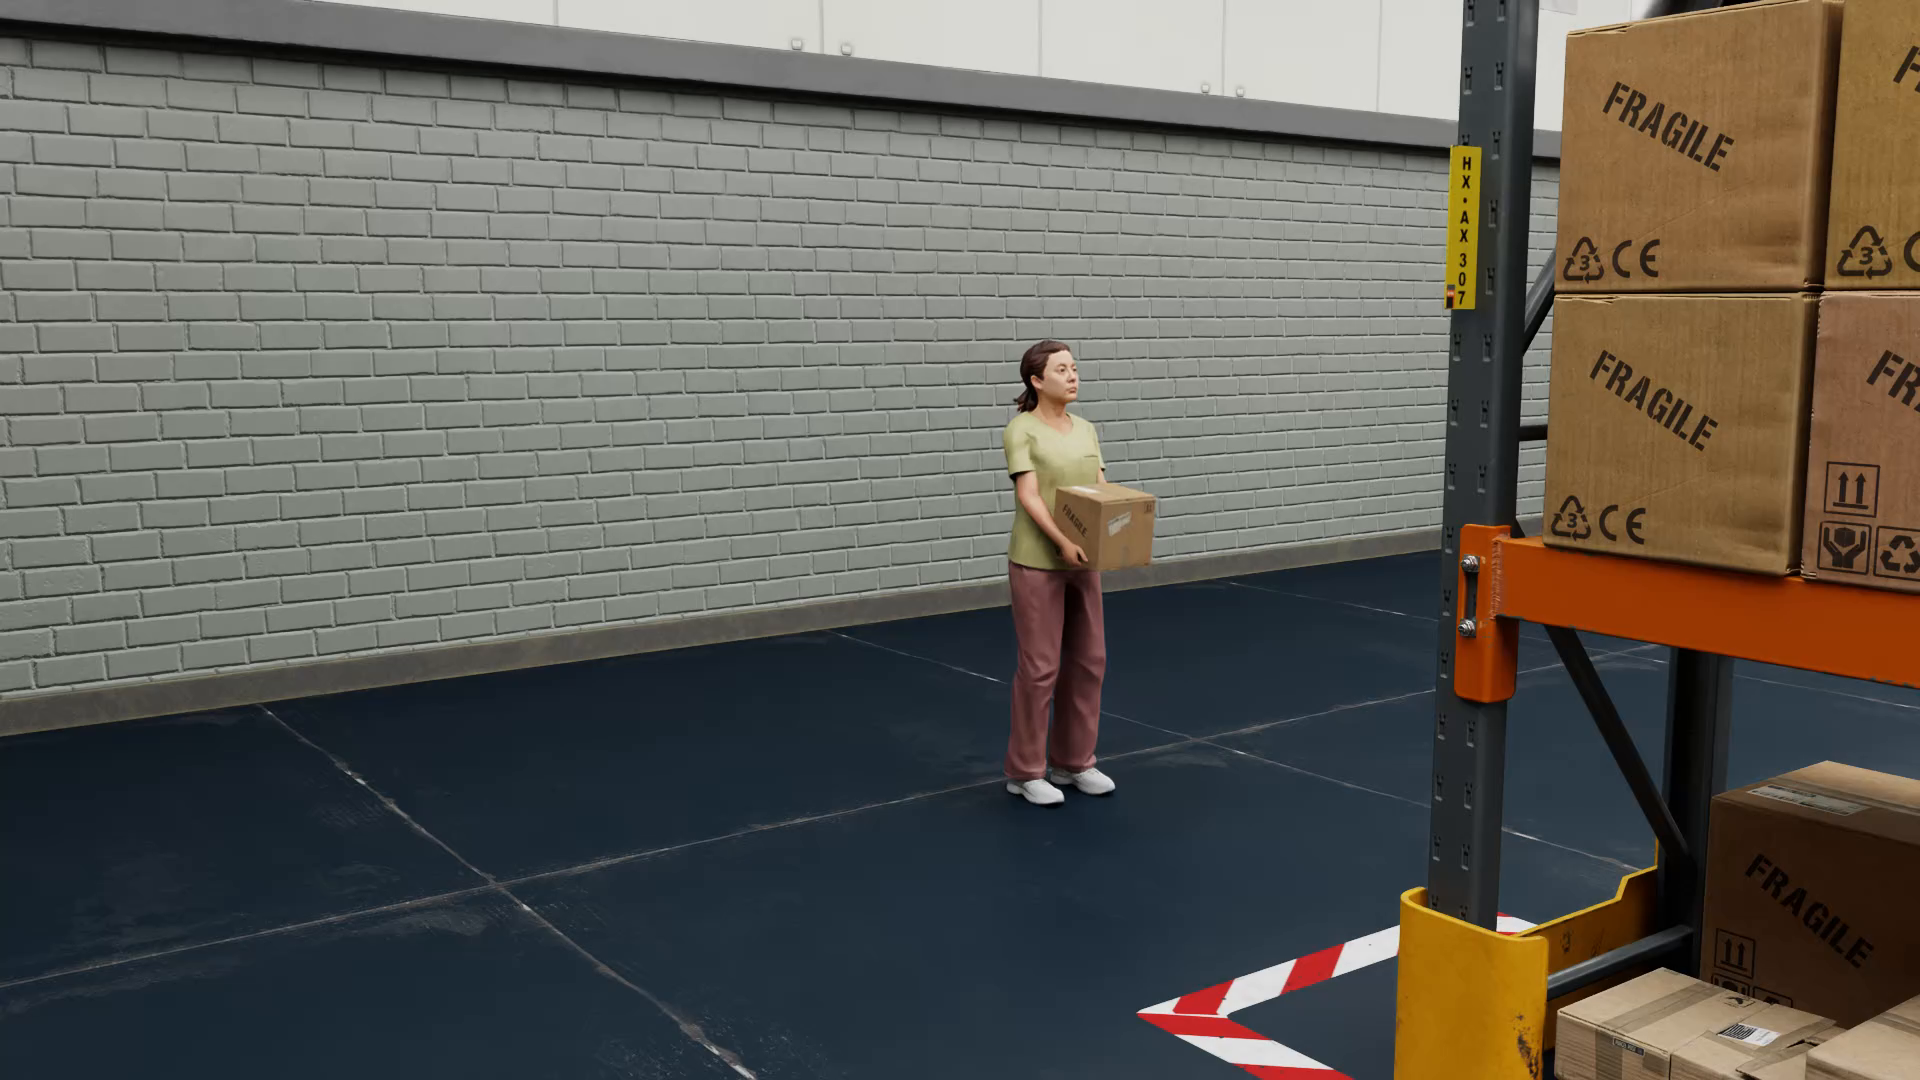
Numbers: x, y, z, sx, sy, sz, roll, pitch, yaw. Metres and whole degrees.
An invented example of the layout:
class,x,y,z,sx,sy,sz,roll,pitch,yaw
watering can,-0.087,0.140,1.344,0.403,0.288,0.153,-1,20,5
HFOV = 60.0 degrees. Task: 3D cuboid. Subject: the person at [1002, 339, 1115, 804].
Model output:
class,x,y,z,sx,sy,sz,roll,pitch,yaw
person,0.392,0.113,6.022,0.431,1.664,0.550,-6,10,-36
